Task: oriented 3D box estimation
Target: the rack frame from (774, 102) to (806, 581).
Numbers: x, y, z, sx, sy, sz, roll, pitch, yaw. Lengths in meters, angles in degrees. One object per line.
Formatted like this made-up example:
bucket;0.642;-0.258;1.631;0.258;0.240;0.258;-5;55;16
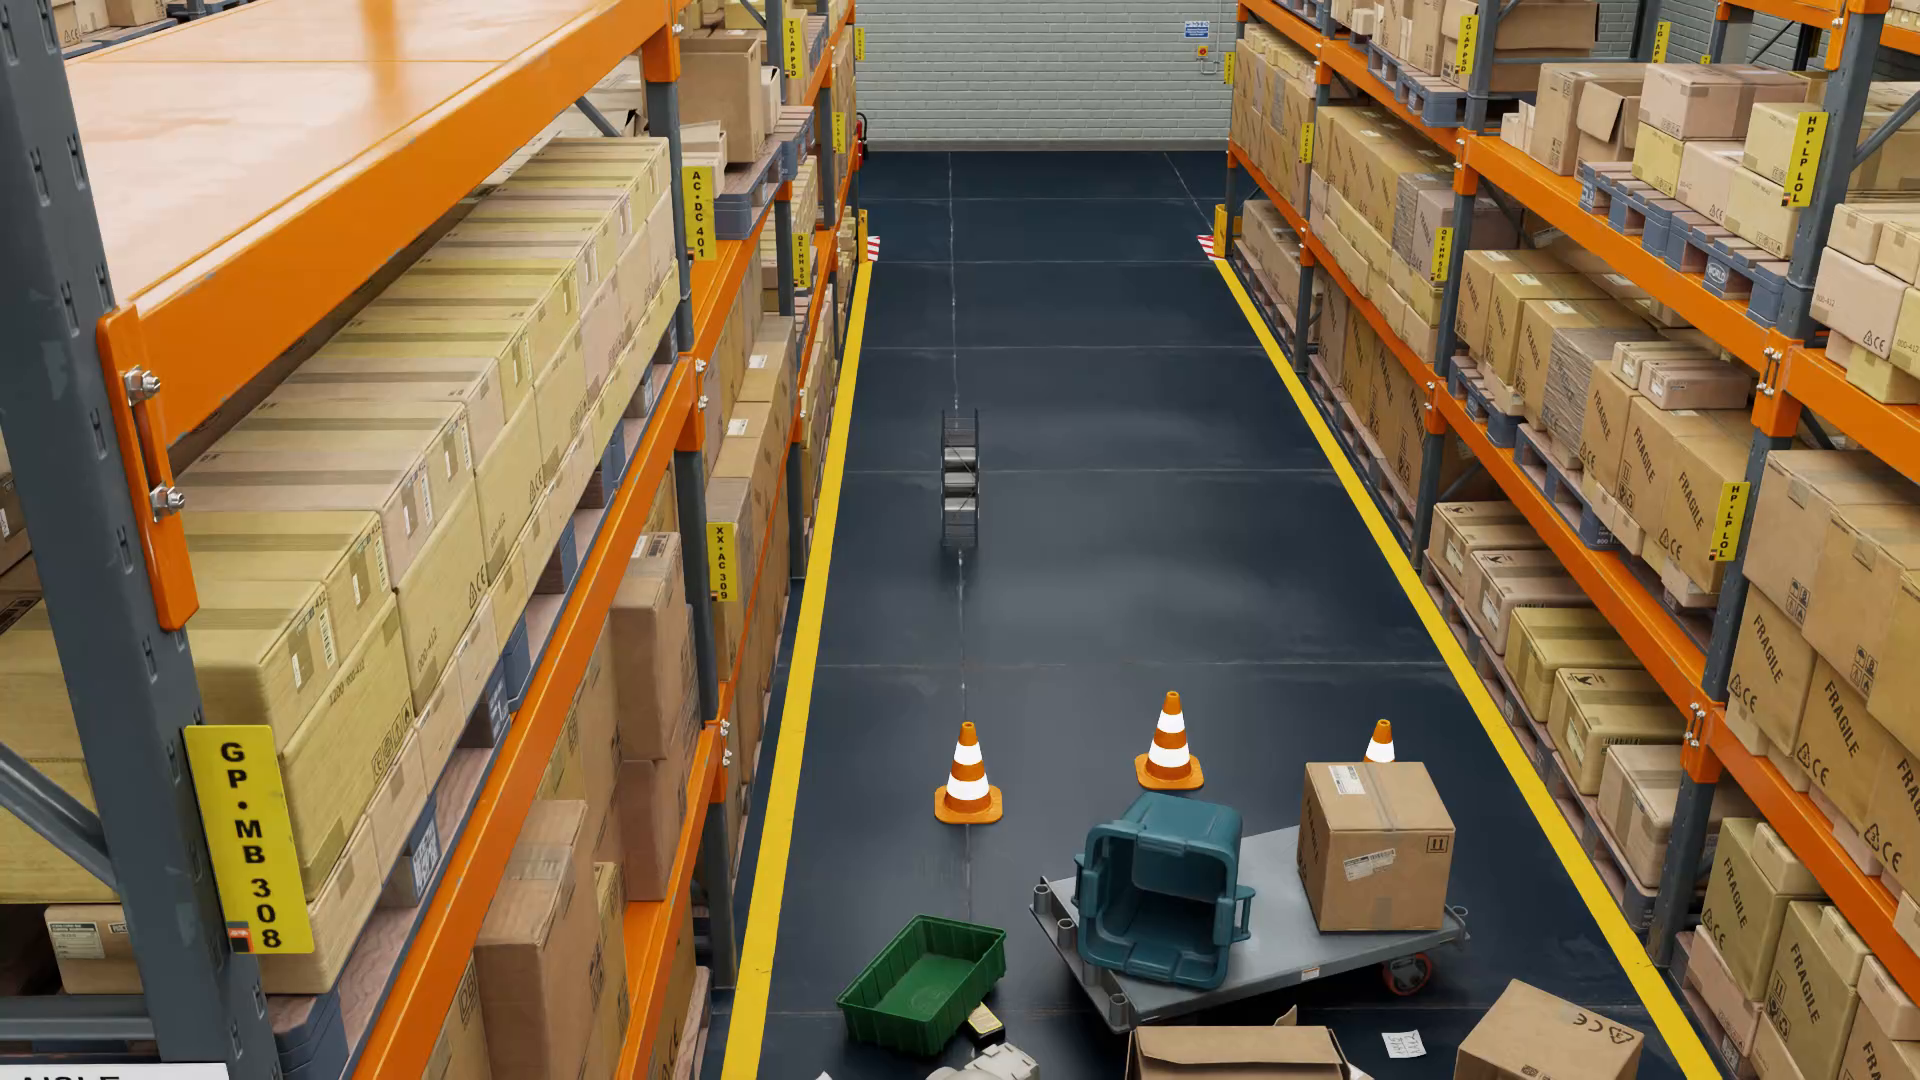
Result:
rack frame;-1.497;-1.130;10.108;1.000;3.000;0.127;0;24;-1

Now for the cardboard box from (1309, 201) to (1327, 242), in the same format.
cardboard box;3.149;-2.591;13.522;0.500;0.250;0.500;-1;24;-2

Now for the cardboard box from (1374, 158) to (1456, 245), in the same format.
cardboard box;3.172;-2.323;11.411;0.500;0.500;0.500;0;24;-1

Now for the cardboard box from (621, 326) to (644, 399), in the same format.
cardboard box;-1.119;-0.507;4.764;0.380;0.149;0.250;0;24;0

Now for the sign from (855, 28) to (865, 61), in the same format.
sign;-1.029;-5.092;17.081;0.100;0.325;0.005;0;24;-1

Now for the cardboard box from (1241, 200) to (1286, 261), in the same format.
cardboard box;3.472;-3.243;17.380;0.875;0.438;0.875;-1;24;-2

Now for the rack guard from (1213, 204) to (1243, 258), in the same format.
rack guard;3.364;-3.361;18.075;1.175;0.500;0.348;0;24;-1

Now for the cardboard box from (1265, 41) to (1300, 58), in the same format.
cardboard box;3.091;-4.605;15.670;0.380;0.149;0.250;0;24;0

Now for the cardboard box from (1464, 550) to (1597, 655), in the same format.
cardboard box;3.464;0.349;9.518;0.950;0.372;0.625;-1;24;-2

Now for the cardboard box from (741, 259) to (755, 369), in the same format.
cardboard box;-1.495;-1.238;9.012;0.700;0.500;0.500;-1;24;-1

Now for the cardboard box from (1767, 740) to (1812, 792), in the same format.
cardboard box;3.233;0.804;6.137;0.380;0.149;0.250;0;24;1

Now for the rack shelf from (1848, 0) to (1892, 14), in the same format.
rack shelf;3.517;-1.126;3.696;1.077;0.370;4.000;0;24;-1

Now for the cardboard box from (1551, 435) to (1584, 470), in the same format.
cardboard box;3.239;-0.470;8.444;0.380;0.149;0.250;1;24;1

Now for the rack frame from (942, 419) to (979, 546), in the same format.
rack frame;0.001;-0.371;10.979;0.240;0.900;0.006;0;24;-1

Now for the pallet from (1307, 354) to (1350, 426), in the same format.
pallet;3.492;-1.254;13.766;1.003;0.211;1.213;0;24;-1

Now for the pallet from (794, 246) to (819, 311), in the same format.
pallet;-1.559;-1.858;11.951;1.003;0.211;1.213;0;24;-1

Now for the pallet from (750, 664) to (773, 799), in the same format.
pallet;-1.553;0.967;8.855;1.003;0.211;1.213;0;24;-1

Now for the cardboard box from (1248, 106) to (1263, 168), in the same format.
cardboard box;3.104;-3.919;16.154;0.500;0.500;0.500;0;24;-1

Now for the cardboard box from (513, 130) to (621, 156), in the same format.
cardboard box;-1.687;-1.525;6.893;0.500;0.250;0.500;0;24;-1

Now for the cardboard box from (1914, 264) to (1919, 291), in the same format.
cardboard box;3.198;-0.814;5.107;0.380;0.149;0.250;-1;24;-2

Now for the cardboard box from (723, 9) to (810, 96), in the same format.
cardboard box;-1.260;-3.191;10.904;0.500;0.500;0.500;0;24;-1

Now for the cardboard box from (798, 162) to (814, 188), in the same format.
cardboard box;-1.337;-2.851;12.987;0.380;0.149;0.250;-1;24;-2

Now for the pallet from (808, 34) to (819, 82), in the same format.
pallet;-1.626;-3.377;11.665;1.213;0.211;1.003;0;24;-1

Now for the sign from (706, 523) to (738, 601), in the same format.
sign;-0.898;0.085;6.276;0.100;0.325;0.005;0;24;-1

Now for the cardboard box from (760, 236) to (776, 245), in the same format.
cardboard box;-1.312;-1.881;10.842;0.380;0.149;0.250;0;24;-1

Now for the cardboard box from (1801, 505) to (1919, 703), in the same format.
cardboard box;3.267;0.211;5.449;0.700;0.500;0.500;0;24;0

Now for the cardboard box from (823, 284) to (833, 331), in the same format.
cardboard box;-1.279;-1.867;13.351;0.500;0.250;0.500;-1;24;-2

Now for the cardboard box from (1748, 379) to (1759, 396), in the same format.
cardboard box;3.779;-0.523;7.774;0.500;0.500;0.500;0;24;-1

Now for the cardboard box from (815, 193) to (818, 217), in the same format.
cardboard box;-1.338;-2.692;13.358;0.380;0.149;0.250;-1;24;-2

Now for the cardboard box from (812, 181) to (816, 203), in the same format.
cardboard box;-1.335;-2.719;13.056;0.380;0.149;0.250;0;24;0

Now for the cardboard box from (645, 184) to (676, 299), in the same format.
cardboard box;-1.191;-0.951;5.263;0.500;0.250;0.500;-1;24;-1

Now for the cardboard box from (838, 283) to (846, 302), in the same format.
cardboard box;-1.278;-2.357;15.770;0.380;0.149;0.250;-1;24;-2

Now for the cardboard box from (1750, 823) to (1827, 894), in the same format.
cardboard box;3.173;1.175;6.143;0.380;0.149;0.250;0;24;0

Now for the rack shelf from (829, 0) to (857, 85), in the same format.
rack shelf;-1.562;-4.641;15.105;1.077;0.370;4.000;0;24;-1

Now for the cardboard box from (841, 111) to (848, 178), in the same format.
cardboard box;-1.276;-3.576;15.035;0.500;0.500;0.500;-1;24;-2

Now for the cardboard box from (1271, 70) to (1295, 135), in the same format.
cardboard box;3.115;-3.955;15.021;0.500;0.500;0.500;0;24;0

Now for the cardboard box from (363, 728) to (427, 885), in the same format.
cardboard box;-1.096;0.430;2.694;0.380;0.149;0.250;0;24;0

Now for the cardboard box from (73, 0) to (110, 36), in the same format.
cardboard box;-6.579;-3.863;12.109;0.500;0.311;0.500;-1;24;-2

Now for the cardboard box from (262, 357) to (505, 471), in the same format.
cardboard box;-1.105;-0.244;3.215;0.380;0.149;0.250;-1;24;-1

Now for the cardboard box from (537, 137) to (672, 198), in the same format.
cardboard box;-1.130;-1.185;5.296;0.380;0.149;0.250;0;24;-1

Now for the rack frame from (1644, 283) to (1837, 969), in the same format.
rack frame;3.496;0.454;6.605;1.000;3.000;0.127;0;24;-1

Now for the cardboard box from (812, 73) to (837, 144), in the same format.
cardboard box;-1.302;-3.602;13.878;0.500;0.500;0.500;0;24;1

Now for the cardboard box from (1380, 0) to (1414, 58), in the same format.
cardboard box;3.143;-3.522;11.127;0.500;0.500;0.500;0;24;0

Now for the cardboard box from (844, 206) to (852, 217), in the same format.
cardboard box;-1.325;-3.373;17.296;0.380;0.149;0.250;0;24;0

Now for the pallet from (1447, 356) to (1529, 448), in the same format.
pallet;3.566;-0.813;9.641;1.213;0.211;1.003;0;24;-1

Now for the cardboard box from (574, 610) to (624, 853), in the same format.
cardboard box;-1.493;0.559;4.881;0.875;0.550;0.550;0;24;-1

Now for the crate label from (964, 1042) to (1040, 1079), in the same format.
crate label;0.156;2.091;6.461;0.298;0.136;0.250;-19;31;-36

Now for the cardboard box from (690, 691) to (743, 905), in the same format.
cardboard box;-1.550;1.097;7.406;1.050;0.750;0.750;0;24;-1

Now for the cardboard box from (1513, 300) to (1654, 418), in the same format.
cardboard box;3.251;-0.946;8.711;0.500;0.500;0.500;0;24;0

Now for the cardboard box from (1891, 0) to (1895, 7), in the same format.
cardboard box;8.100;-4.712;14.209;0.500;0.250;0.500;-1;24;-2

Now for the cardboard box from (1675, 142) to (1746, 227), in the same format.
cardboard box;3.344;-1.484;6.923;0.500;0.250;0.500;0;24;0

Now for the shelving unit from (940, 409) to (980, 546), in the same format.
shelving unit;0.000;-0.413;11.072;0.258;0.900;0.210;0;24;-1

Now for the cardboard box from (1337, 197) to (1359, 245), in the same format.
cardboard box;3.144;-2.396;12.484;0.500;0.250;0.500;0;24;0
